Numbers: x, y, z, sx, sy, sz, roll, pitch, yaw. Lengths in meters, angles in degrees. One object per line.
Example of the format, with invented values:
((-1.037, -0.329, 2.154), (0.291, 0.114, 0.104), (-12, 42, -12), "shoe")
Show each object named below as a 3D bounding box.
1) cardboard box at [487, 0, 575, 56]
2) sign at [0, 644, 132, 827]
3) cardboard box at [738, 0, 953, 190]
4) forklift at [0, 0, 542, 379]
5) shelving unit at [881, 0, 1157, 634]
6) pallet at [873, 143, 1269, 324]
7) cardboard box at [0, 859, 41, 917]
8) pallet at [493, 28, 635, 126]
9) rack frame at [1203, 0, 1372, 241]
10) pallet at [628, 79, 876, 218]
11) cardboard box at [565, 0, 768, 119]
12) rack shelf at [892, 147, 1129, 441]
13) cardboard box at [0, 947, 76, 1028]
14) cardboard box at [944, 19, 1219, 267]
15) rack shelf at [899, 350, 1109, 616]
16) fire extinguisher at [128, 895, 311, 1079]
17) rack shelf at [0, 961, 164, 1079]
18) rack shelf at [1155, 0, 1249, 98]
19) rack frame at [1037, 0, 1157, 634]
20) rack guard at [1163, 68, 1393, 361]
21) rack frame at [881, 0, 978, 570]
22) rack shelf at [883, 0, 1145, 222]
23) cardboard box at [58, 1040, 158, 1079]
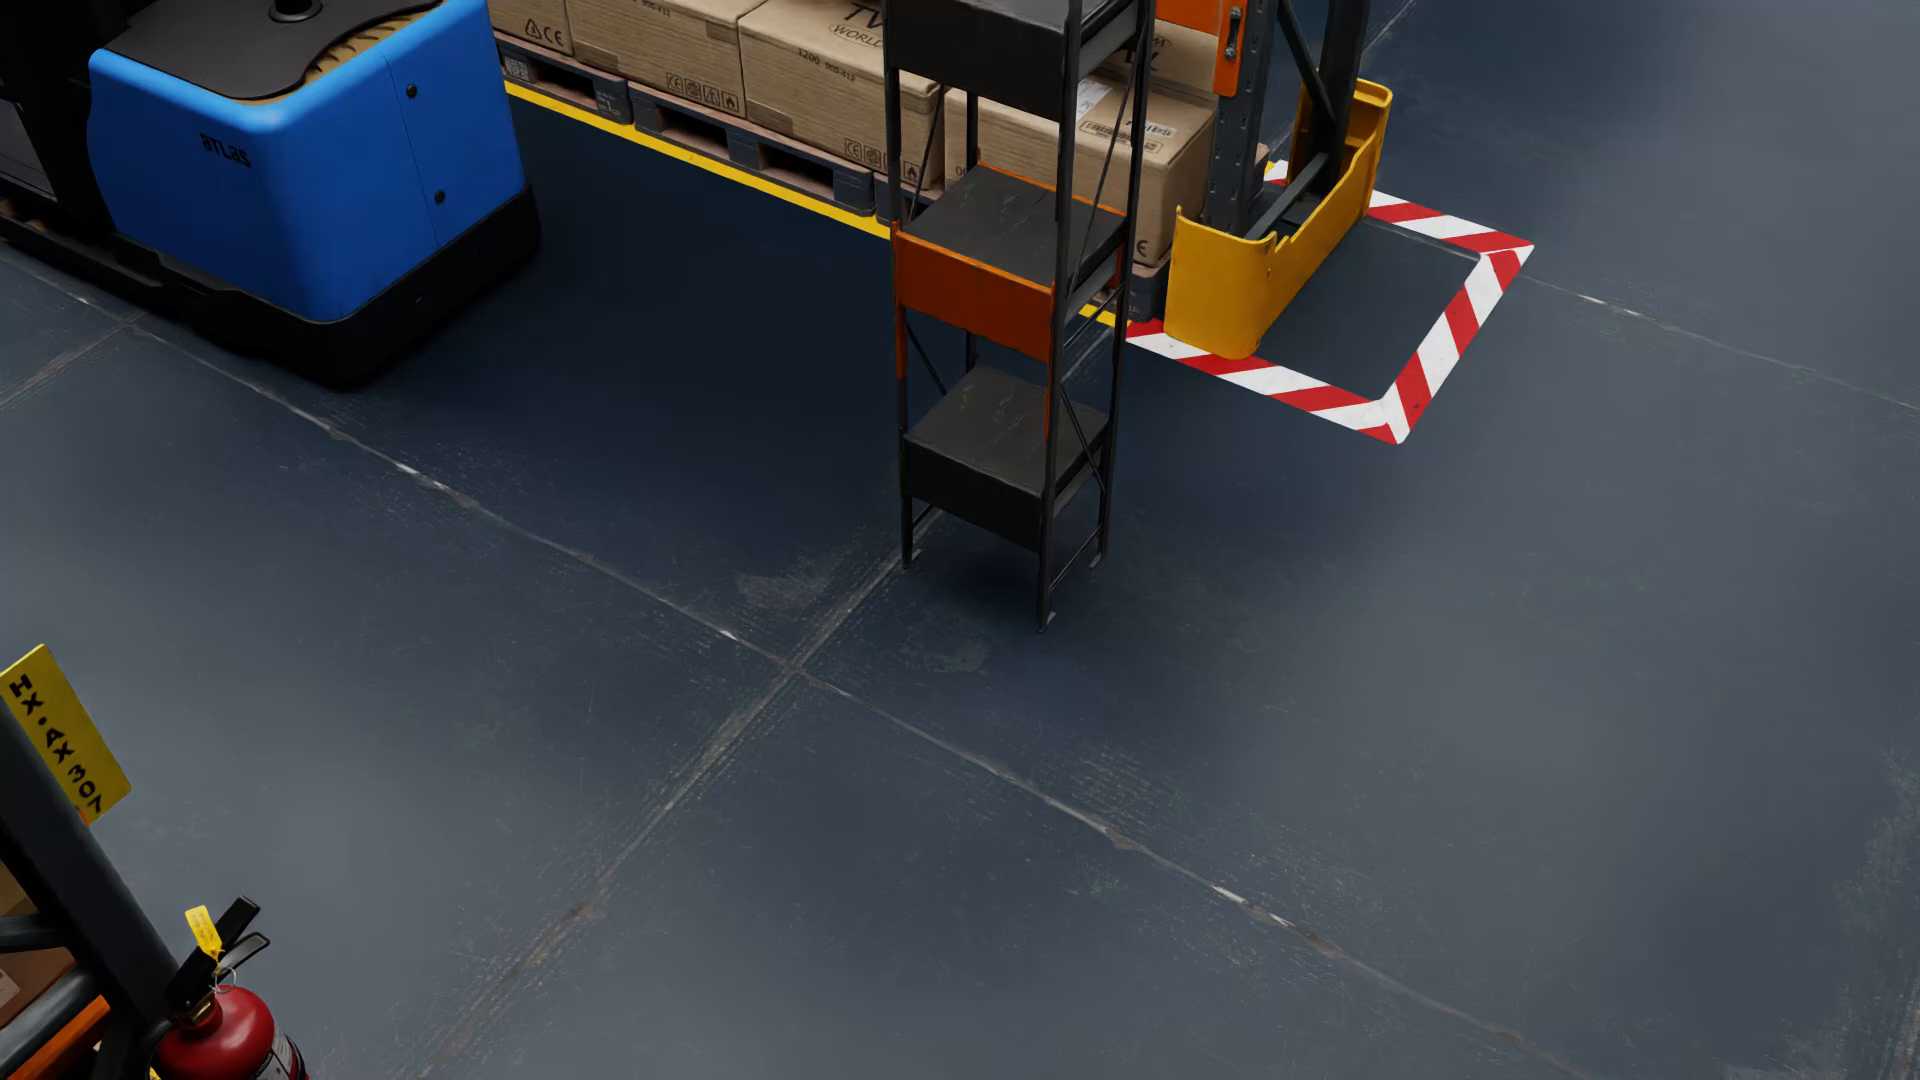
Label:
((-1.749, -2.583, 7.162), (0.875, 0.438, 0.875), (24, 50, 22), "cardboard box")
((-1.237, 0.280, 2.283), (0.005, 0.325, 0.100), (25, 51, 22), "sign")
((-0.237, -1.887, 6.486), (0.875, 0.438, 0.875), (26, 51, 23), "cardboard box")
((-3.099, -2.378, 5.517), (3.031, 2.935, 1.130), (24, 50, 21), "forklift")
((0.139, -0.668, 4.435), (0.503, 2.100, 0.431), (25, 51, 22), "shelving unit")
((0.432, -1.379, 6.443), (1.213, 0.211, 1.003), (25, 51, 22), "pallet")
((-1.766, 0.519, 2.551), (0.500, 0.250, 0.500), (25, 51, 22), "cardboard box")
((-1.622, -2.324, 7.361), (1.213, 0.211, 1.003), (25, 51, 22), "pallet")
((1.147, -2.089, 5.188), (0.127, 3.000, 1.000), (25, 51, 22), "rack frame")
((-0.591, -1.852, 6.903), (1.213, 0.211, 1.003), (25, 51, 22), "pallet")
((-0.995, -2.237, 6.826), (0.875, 0.438, 0.875), (23, 50, 21), "cardboard box")
((0.139, -0.658, 4.444), (0.480, 0.518, 0.431), (25, 51, 22), "rack shelf")
((-1.658, 0.704, 2.650), (0.250, 0.149, 0.380), (24, 51, 22), "cardboard box")
((0.538, -1.538, 6.146), (0.875, 0.438, 0.875), (23, 50, 21), "cardboard box")
((0.139, -0.170, 4.946), (0.480, 0.518, 0.431), (25, 51, 22), "rack shelf")
((-1.156, 0.844, 2.652), (0.183, 0.674, 0.296), (25, 51, 22), "fire extinguisher")
((-3.213, 0.385, 3.286), (4.000, 0.370, 1.077), (25, 51, 22), "rack shelf")
((-0.536, -2.613, 6.199), (4.000, 0.370, 1.077), (25, 51, 22), "rack shelf")
((0.345, -0.573, 4.343), (0.015, 2.100, 0.400), (25, 51, 22), "rack frame")
((1.167, -1.209, 6.076), (0.348, 0.500, 1.175), (25, 51, 22), "rack guard")
((-0.066, -0.762, 4.526), (0.015, 2.100, 0.400), (25, 51, 22), "rack frame")
((0.139, -1.146, 3.942), (0.480, 0.518, 0.431), (25, 51, 22), "rack shelf")
((-1.993, 1.339, 3.306), (0.637, 0.503, 0.797), (23, 50, 21), "cardboard box")
